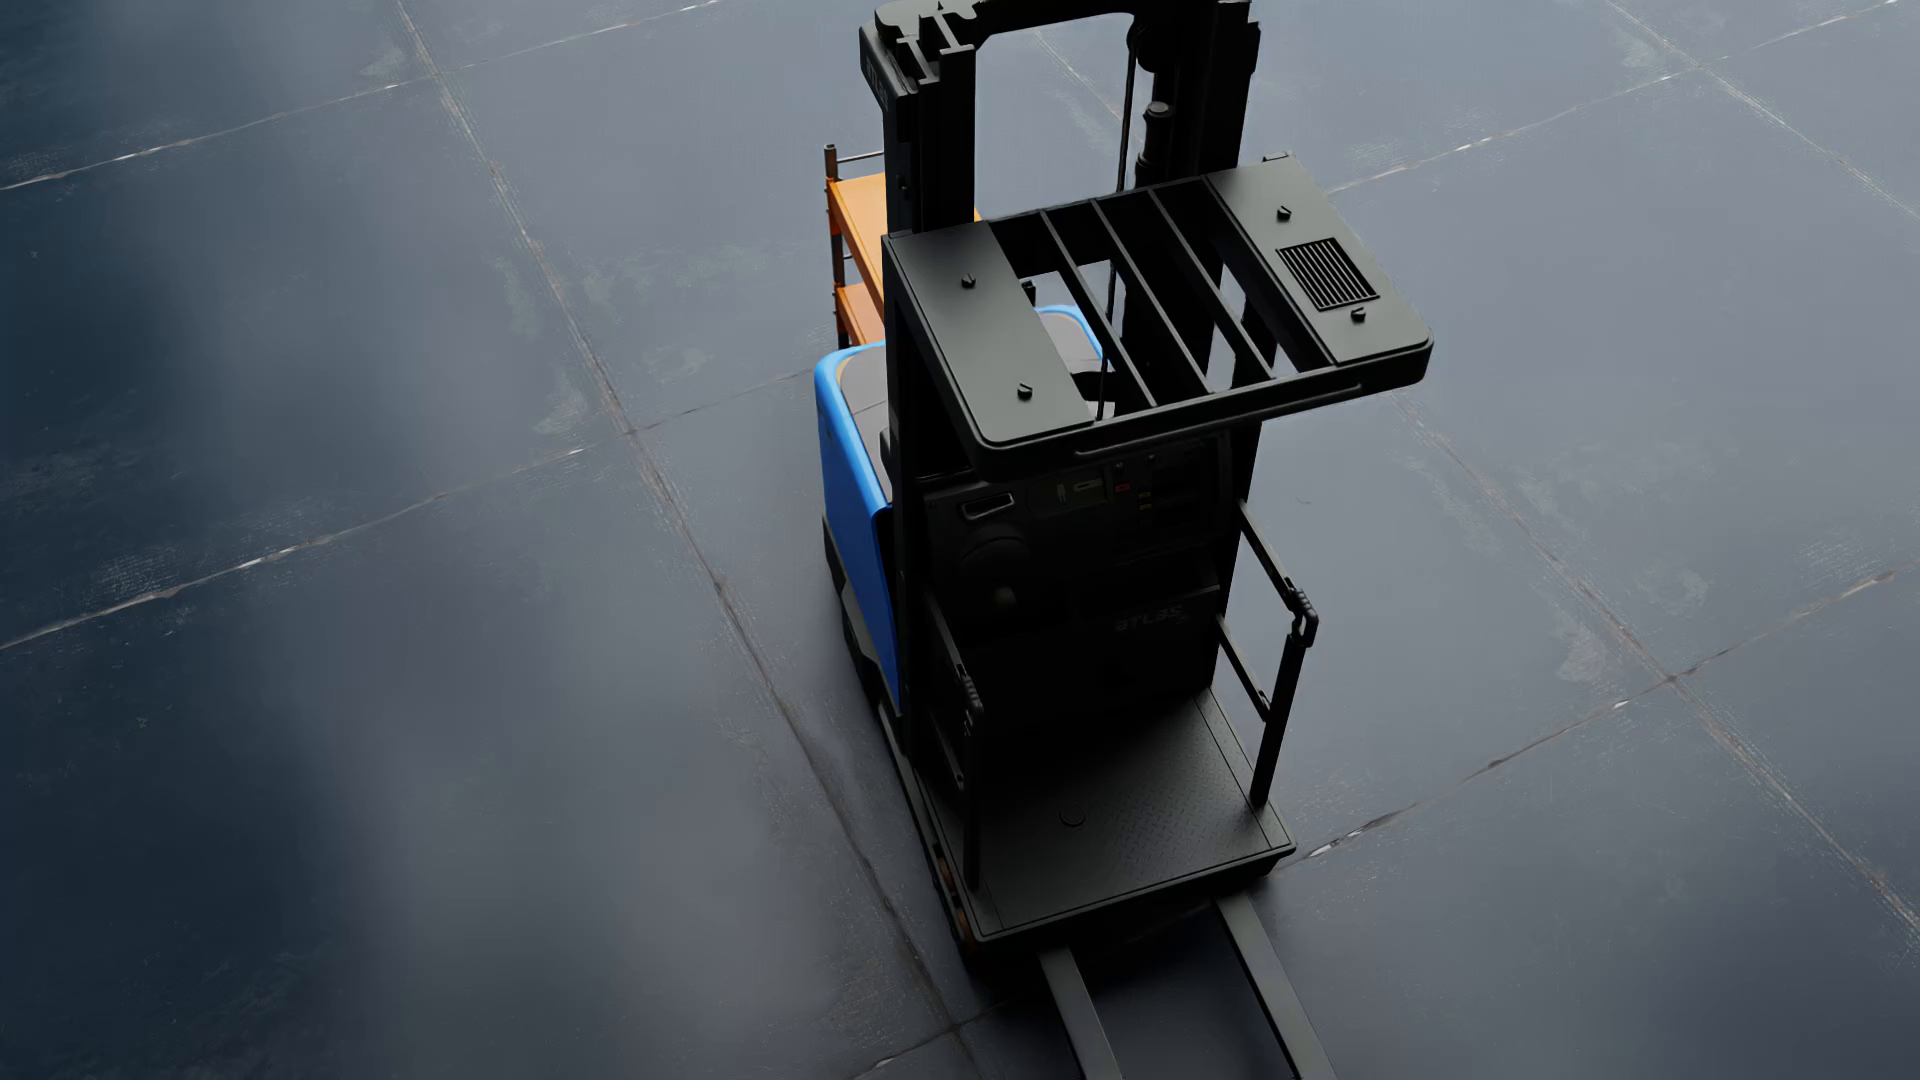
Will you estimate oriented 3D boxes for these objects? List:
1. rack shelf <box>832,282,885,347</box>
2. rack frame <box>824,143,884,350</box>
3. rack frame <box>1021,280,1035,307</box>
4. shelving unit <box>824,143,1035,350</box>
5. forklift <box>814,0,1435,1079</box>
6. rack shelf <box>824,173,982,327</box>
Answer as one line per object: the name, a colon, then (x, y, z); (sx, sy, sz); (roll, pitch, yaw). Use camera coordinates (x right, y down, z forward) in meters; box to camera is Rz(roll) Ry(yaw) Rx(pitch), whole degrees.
rack shelf: (-0.131, -0.697, 6.830); (0.538, 0.278, 1.000); (-14, 50, -12)
rack frame: (-0.291, -1.221, 6.964); (0.500, 1.125, 0.032); (-14, 50, -12)
rack frame: (0.028, -0.495, 6.328); (0.500, 1.125, 0.032); (-14, 50, -12)
shelving unit: (-0.131, -0.858, 6.646); (0.538, 1.125, 1.048); (-14, 50, -12)
forklift: (0.420, 0.038, 4.662); (1.130, 2.935, 3.031); (-14, 50, -12)
rack shelf: (-0.131, -1.051, 6.425); (0.538, 0.278, 1.000); (-14, 50, -12)
